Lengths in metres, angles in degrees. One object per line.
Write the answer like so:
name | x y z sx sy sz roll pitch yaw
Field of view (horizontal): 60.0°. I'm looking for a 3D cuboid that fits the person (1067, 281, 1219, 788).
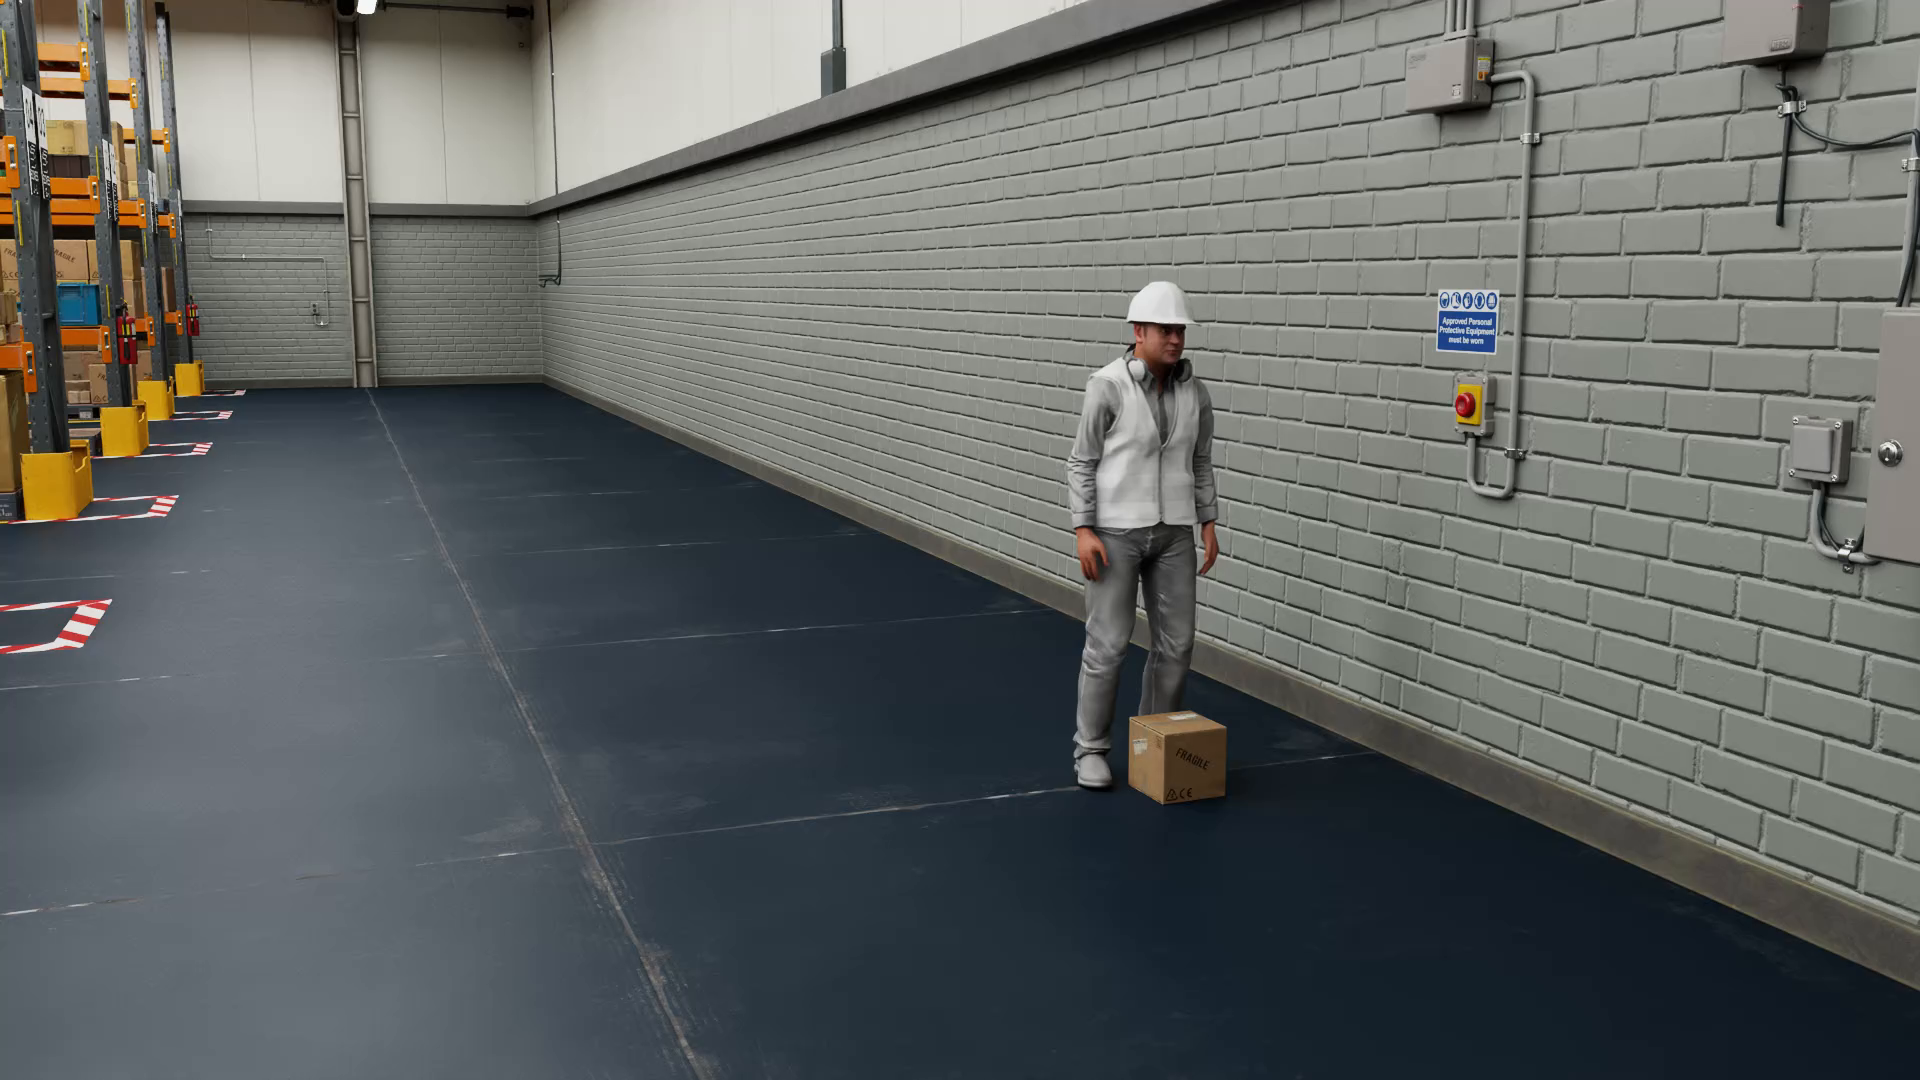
person | 0.659 -0.029 5.950 0.591 1.772 0.459 -4 10 -23
